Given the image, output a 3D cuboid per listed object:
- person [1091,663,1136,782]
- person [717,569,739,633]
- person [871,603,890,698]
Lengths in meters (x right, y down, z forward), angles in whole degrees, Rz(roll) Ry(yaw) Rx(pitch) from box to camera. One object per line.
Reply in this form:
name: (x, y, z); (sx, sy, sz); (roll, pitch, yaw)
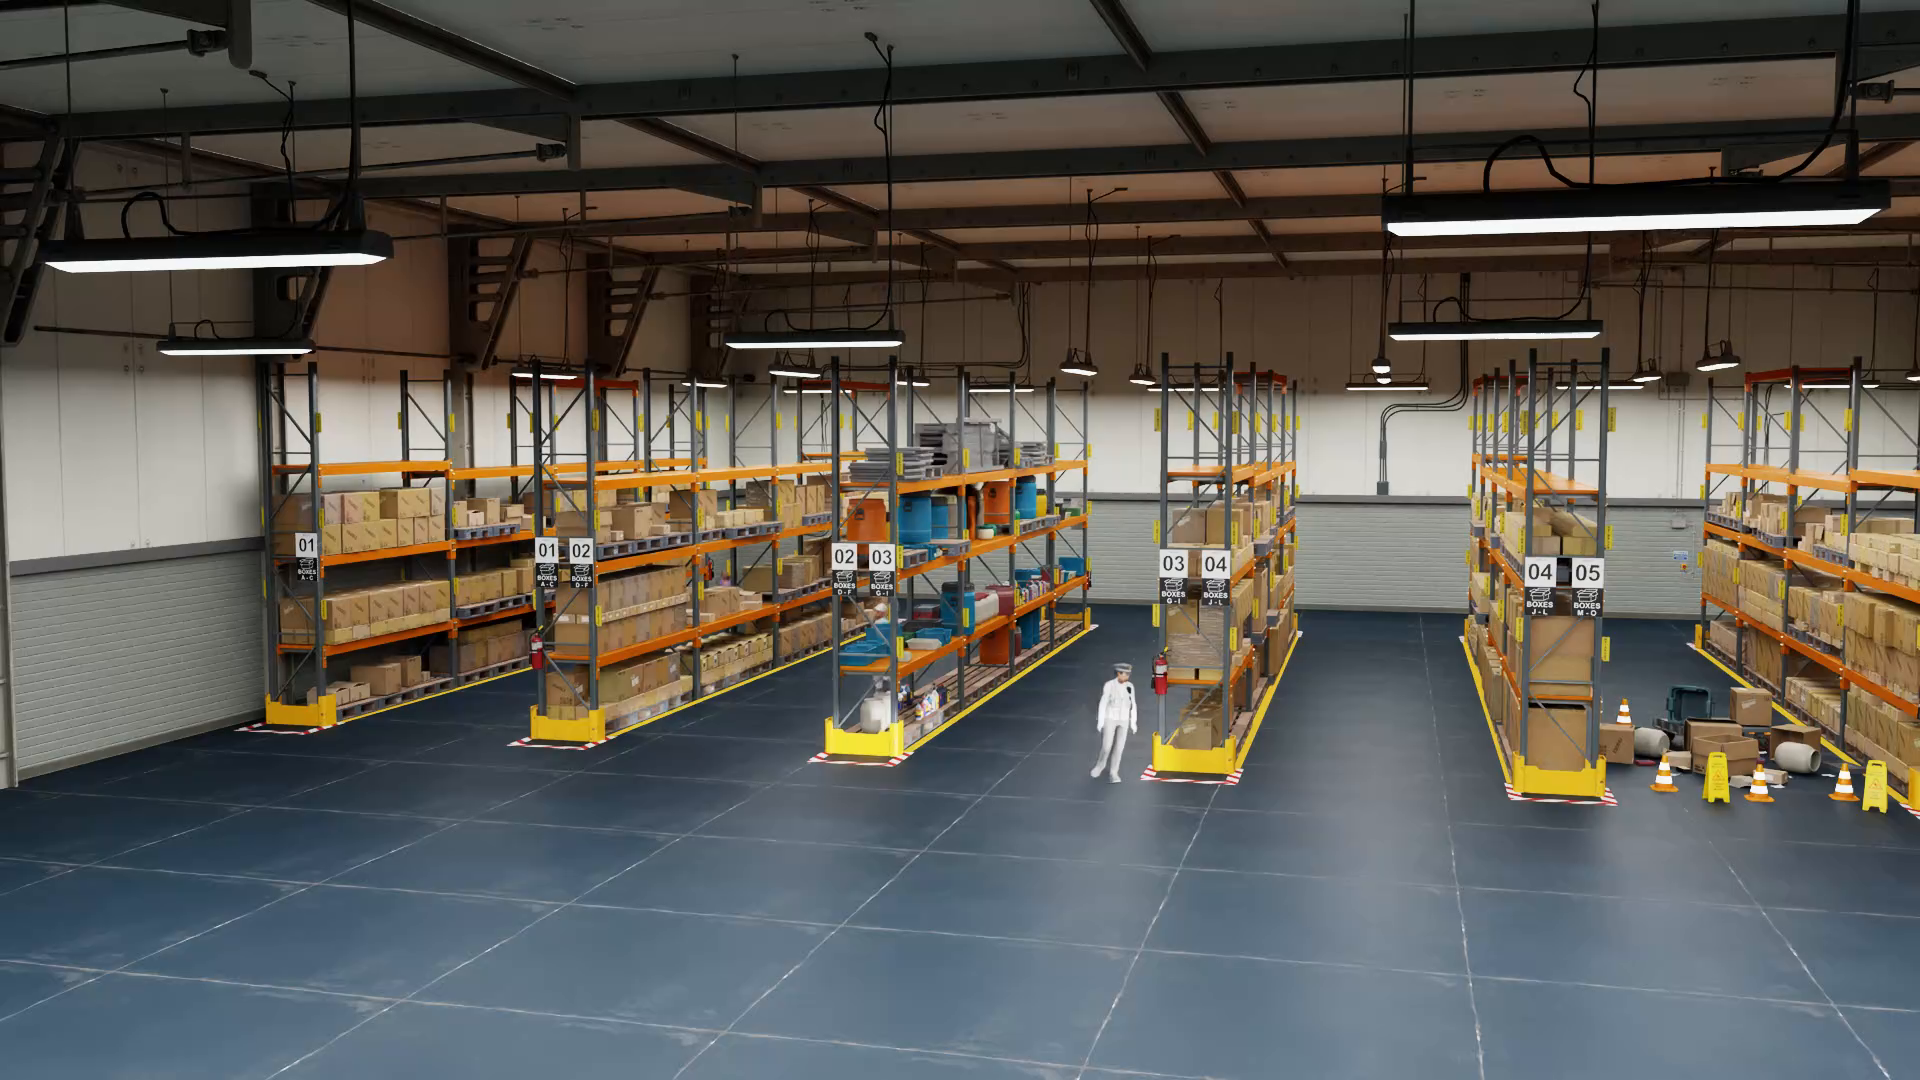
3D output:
person: (2.152, 2.530, 23.192); (0.611, 1.657, 0.450); (-1, 4, -14)
person: (-5.396, 1.478, 38.489); (0.505, 1.626, 0.824); (1, 4, 16)
person: (-1.386, 2.003, 30.006); (0.640, 1.770, 0.759); (-1, 4, -12)
